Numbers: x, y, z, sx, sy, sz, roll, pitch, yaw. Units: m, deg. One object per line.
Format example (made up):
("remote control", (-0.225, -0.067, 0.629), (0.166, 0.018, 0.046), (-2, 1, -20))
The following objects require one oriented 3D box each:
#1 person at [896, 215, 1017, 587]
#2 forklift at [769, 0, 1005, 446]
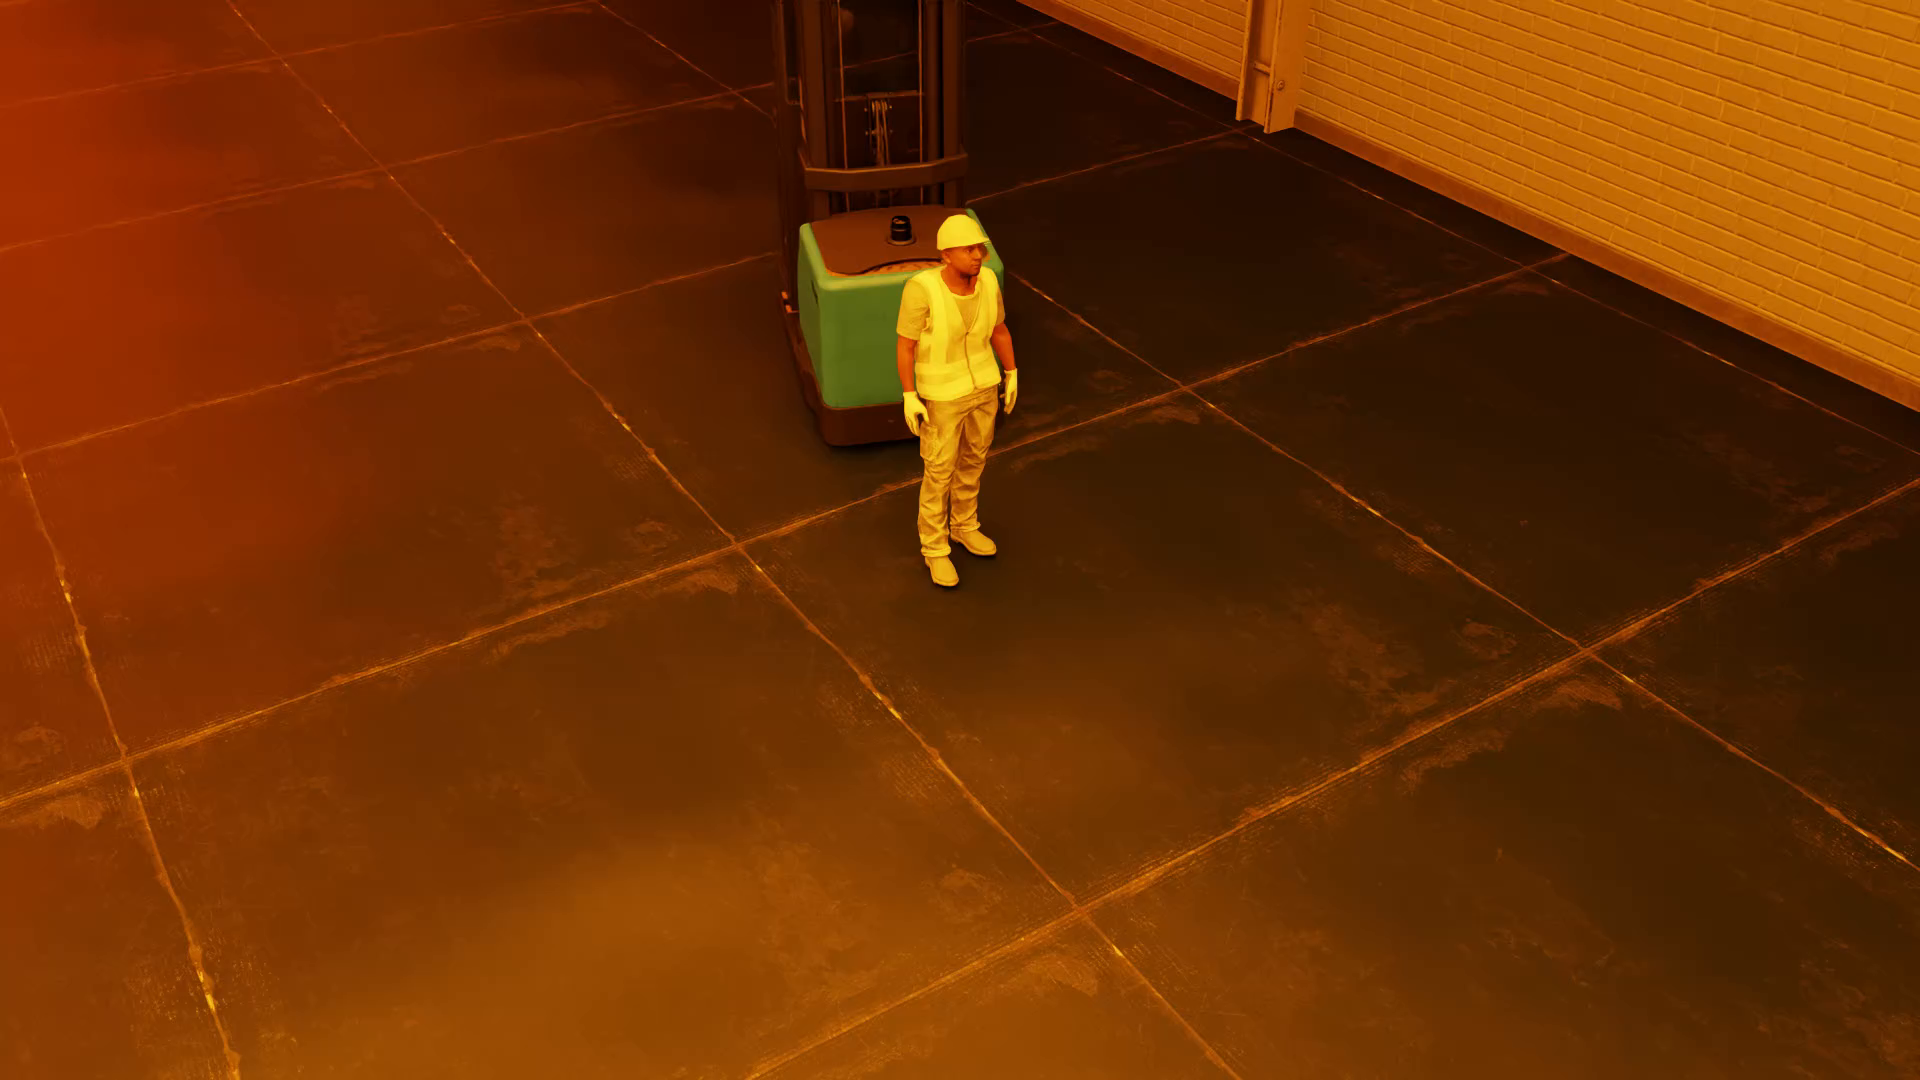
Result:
("person", (0.032, -0.698, 8.127), (0.656, 1.781, 0.577), (-21, 40, -27))
("forklift", (-0.564, -2.569, 9.804), (1.130, 2.935, 3.031), (-7, 36, -10))
